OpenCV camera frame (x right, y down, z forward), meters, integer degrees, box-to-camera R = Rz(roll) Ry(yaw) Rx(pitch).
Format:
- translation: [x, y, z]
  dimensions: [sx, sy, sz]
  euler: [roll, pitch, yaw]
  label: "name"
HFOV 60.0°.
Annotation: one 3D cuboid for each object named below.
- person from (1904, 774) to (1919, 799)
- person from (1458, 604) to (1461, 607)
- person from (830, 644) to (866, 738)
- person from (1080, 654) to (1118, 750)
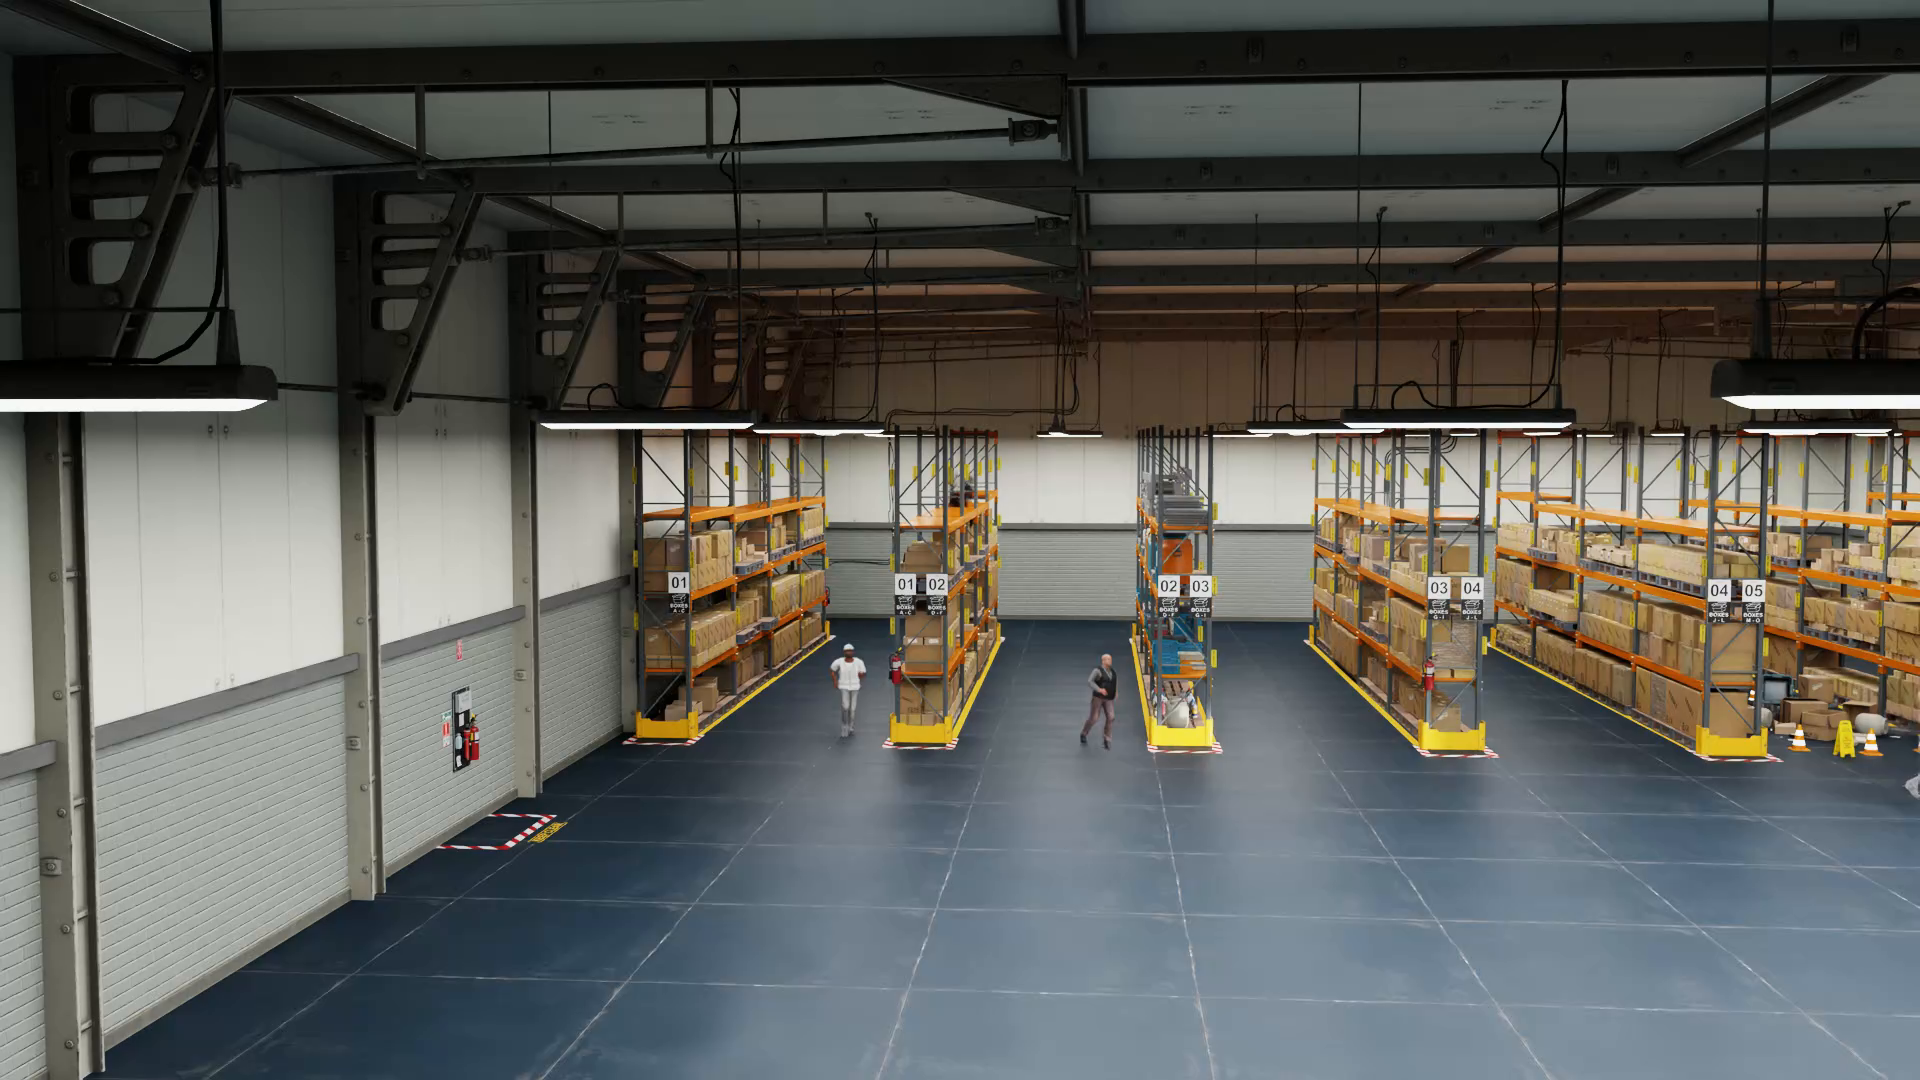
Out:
- translation: [15.360, 3.251, 26.005]
  dimensions: [0.658, 1.756, 0.971]
  euler: [-3, 5, -43]
  label: "person"
- translation: [13.404, 2.224, 43.826]
  dimensions: [0.685, 1.740, 0.652]
  euler: [1, 3, 11]
  label: "person"
- translation: [-2.142, 2.914, 32.177]
  dimensions: [0.674, 1.819, 0.714]
  euler: [-1, 4, -14]
  label: "person"
- translation: [2.700, 3.005, 31.081]
  dimensions: [0.728, 1.739, 0.827]
  euler: [-2, 4, -26]
  label: "person"
